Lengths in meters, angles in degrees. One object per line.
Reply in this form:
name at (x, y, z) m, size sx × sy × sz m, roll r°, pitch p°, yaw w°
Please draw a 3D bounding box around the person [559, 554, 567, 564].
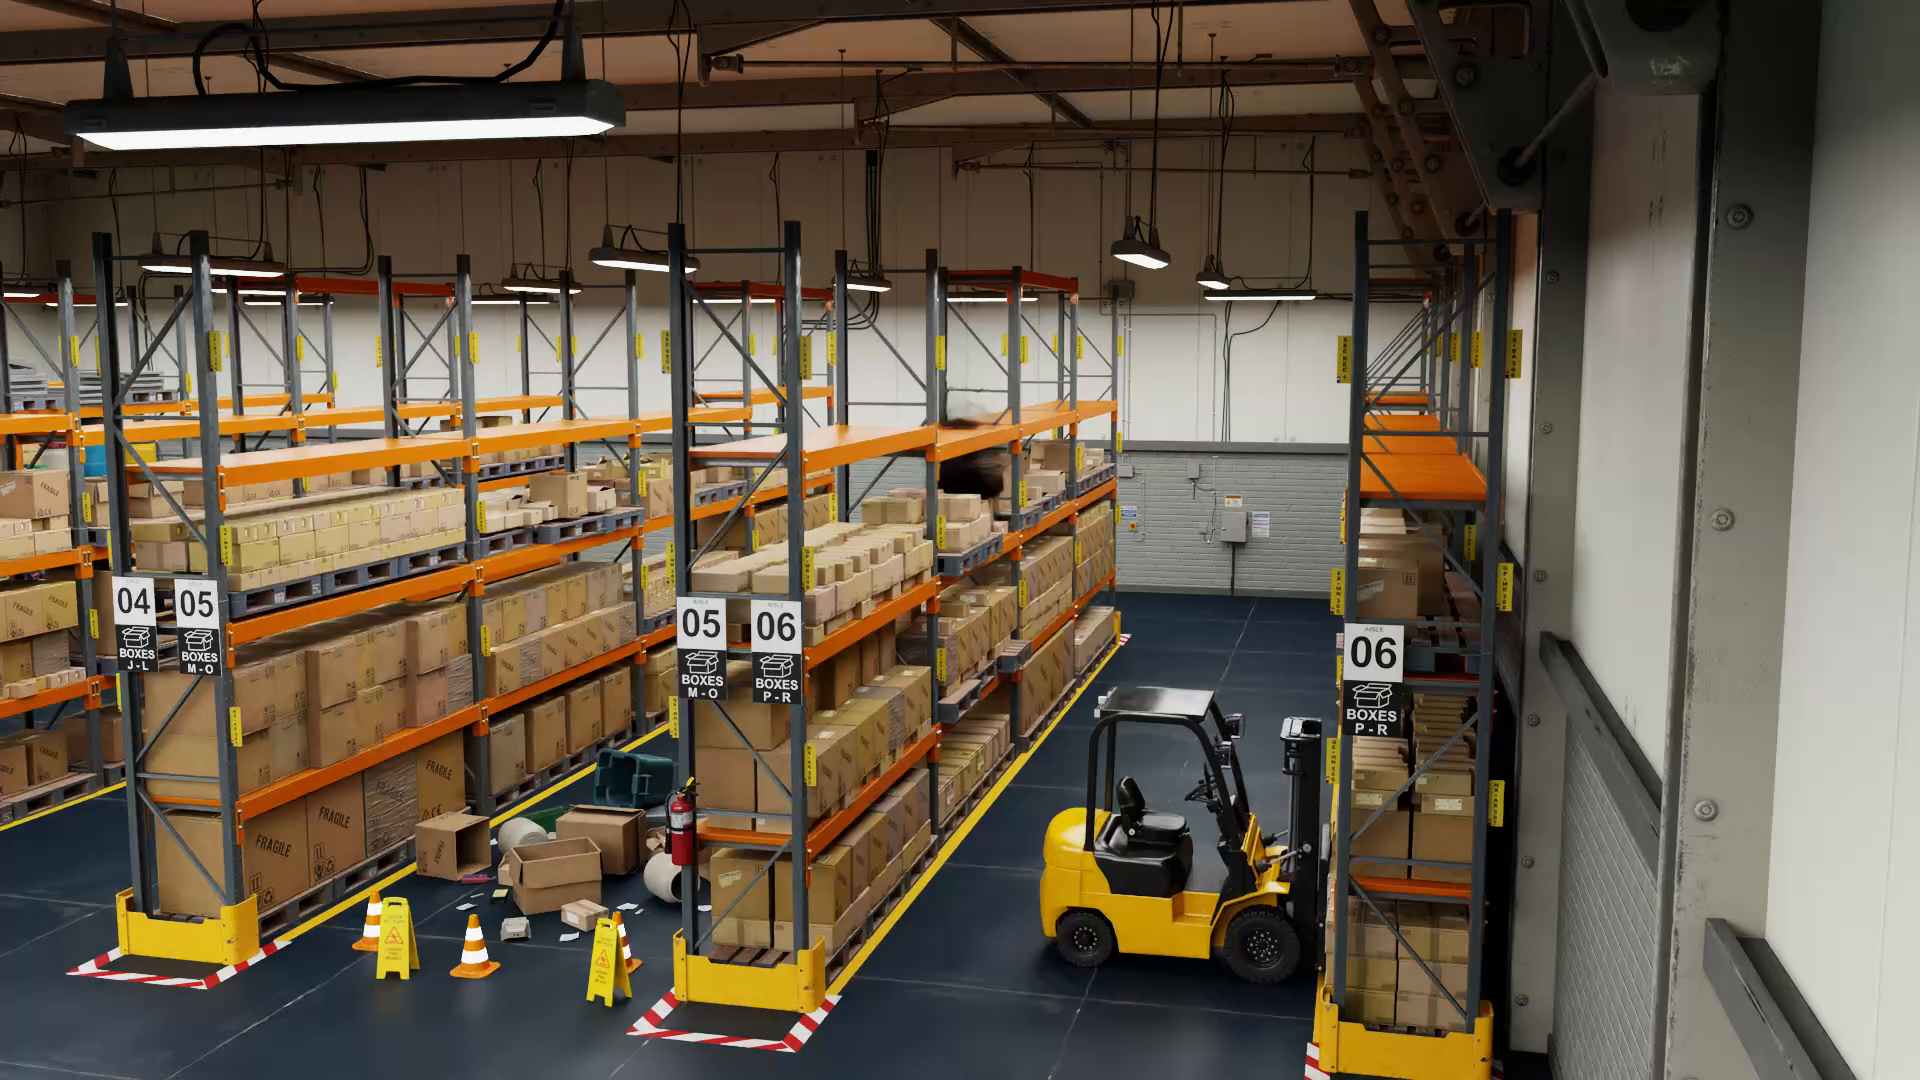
person at (-6.469, 0.979, 27.350) m, size 0.588 × 1.723 × 0.876 m, roll 1°, pitch 7°, yaw 8°
